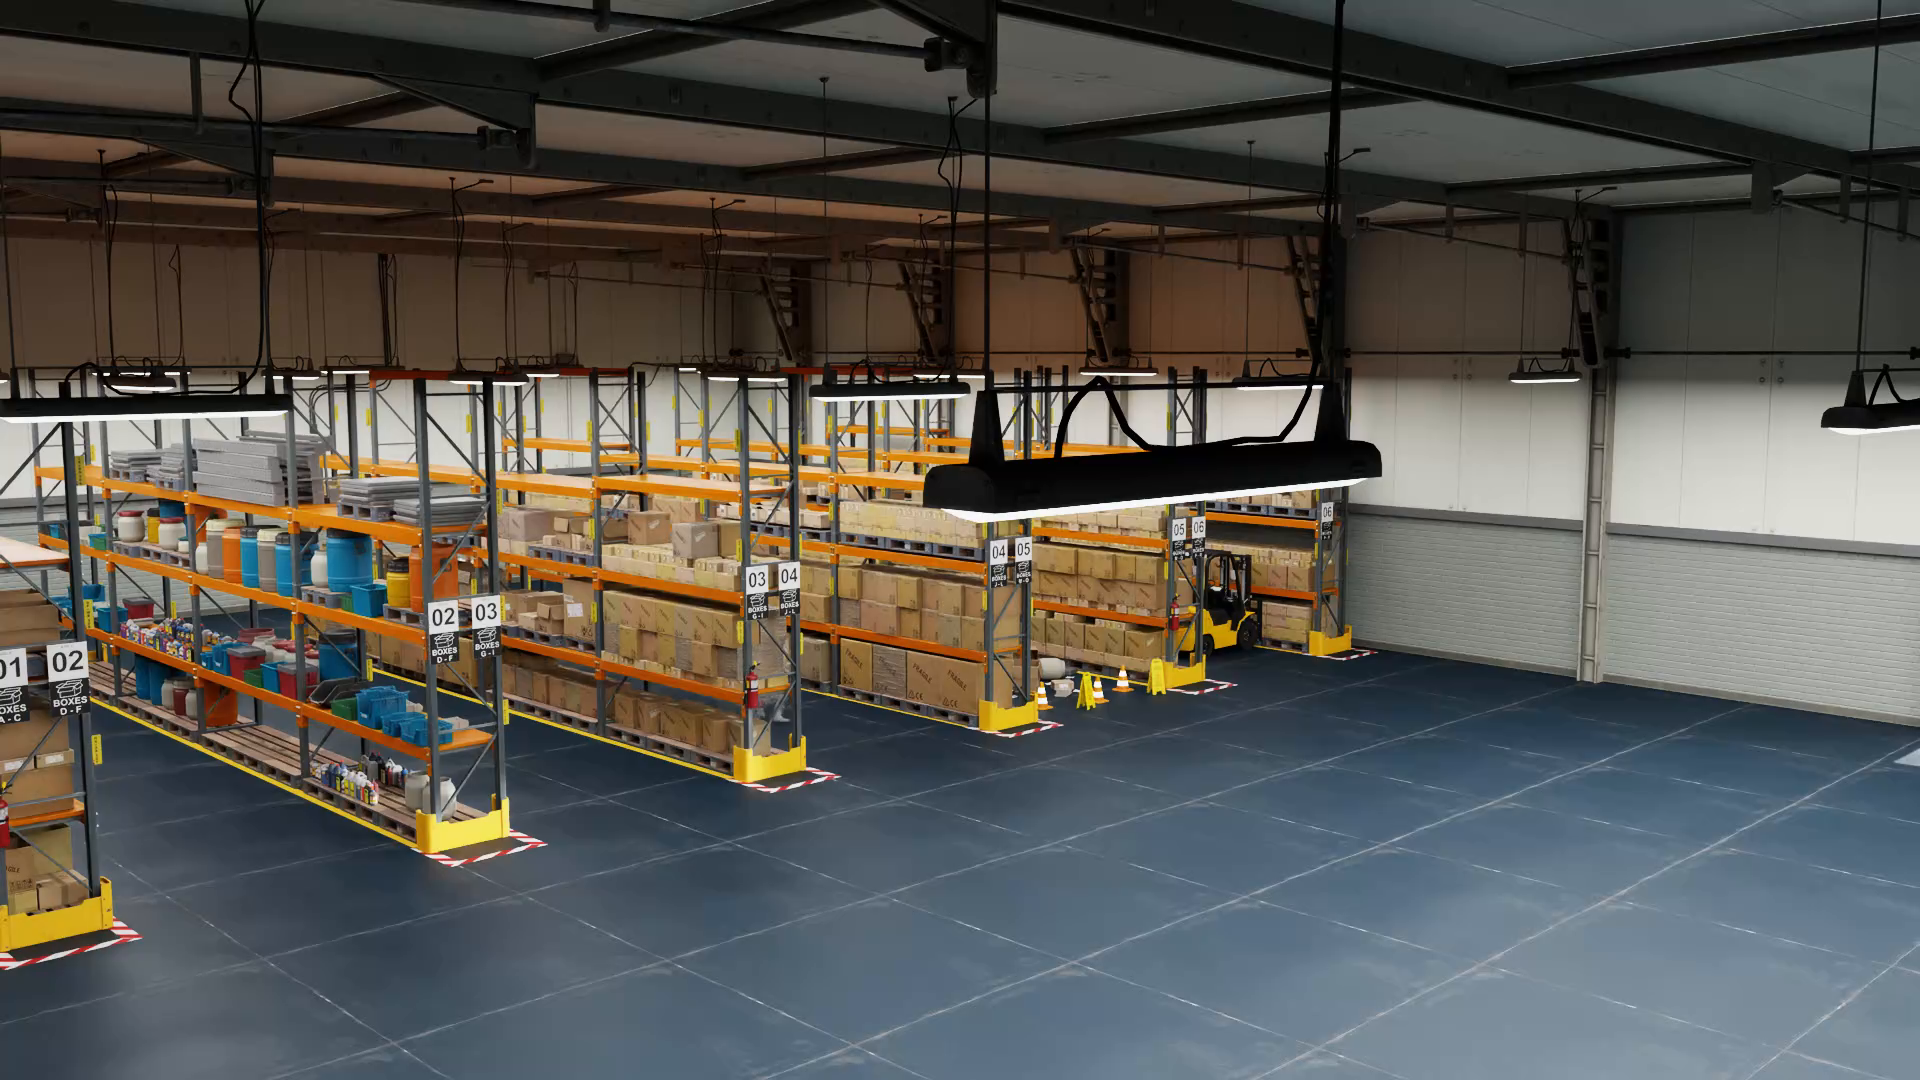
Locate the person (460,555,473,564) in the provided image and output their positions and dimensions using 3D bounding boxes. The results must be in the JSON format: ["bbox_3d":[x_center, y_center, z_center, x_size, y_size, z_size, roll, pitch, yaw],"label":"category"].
[{"bbox_3d":[-11.523,1.126,38.893,0.716,1.648,0.672,-2,7,-15],"label":"person"}]

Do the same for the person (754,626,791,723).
[{"bbox_3d":[-3.194,2.273,28.497,0.709,1.729,0.682,2,7,19],"label":"person"}]
